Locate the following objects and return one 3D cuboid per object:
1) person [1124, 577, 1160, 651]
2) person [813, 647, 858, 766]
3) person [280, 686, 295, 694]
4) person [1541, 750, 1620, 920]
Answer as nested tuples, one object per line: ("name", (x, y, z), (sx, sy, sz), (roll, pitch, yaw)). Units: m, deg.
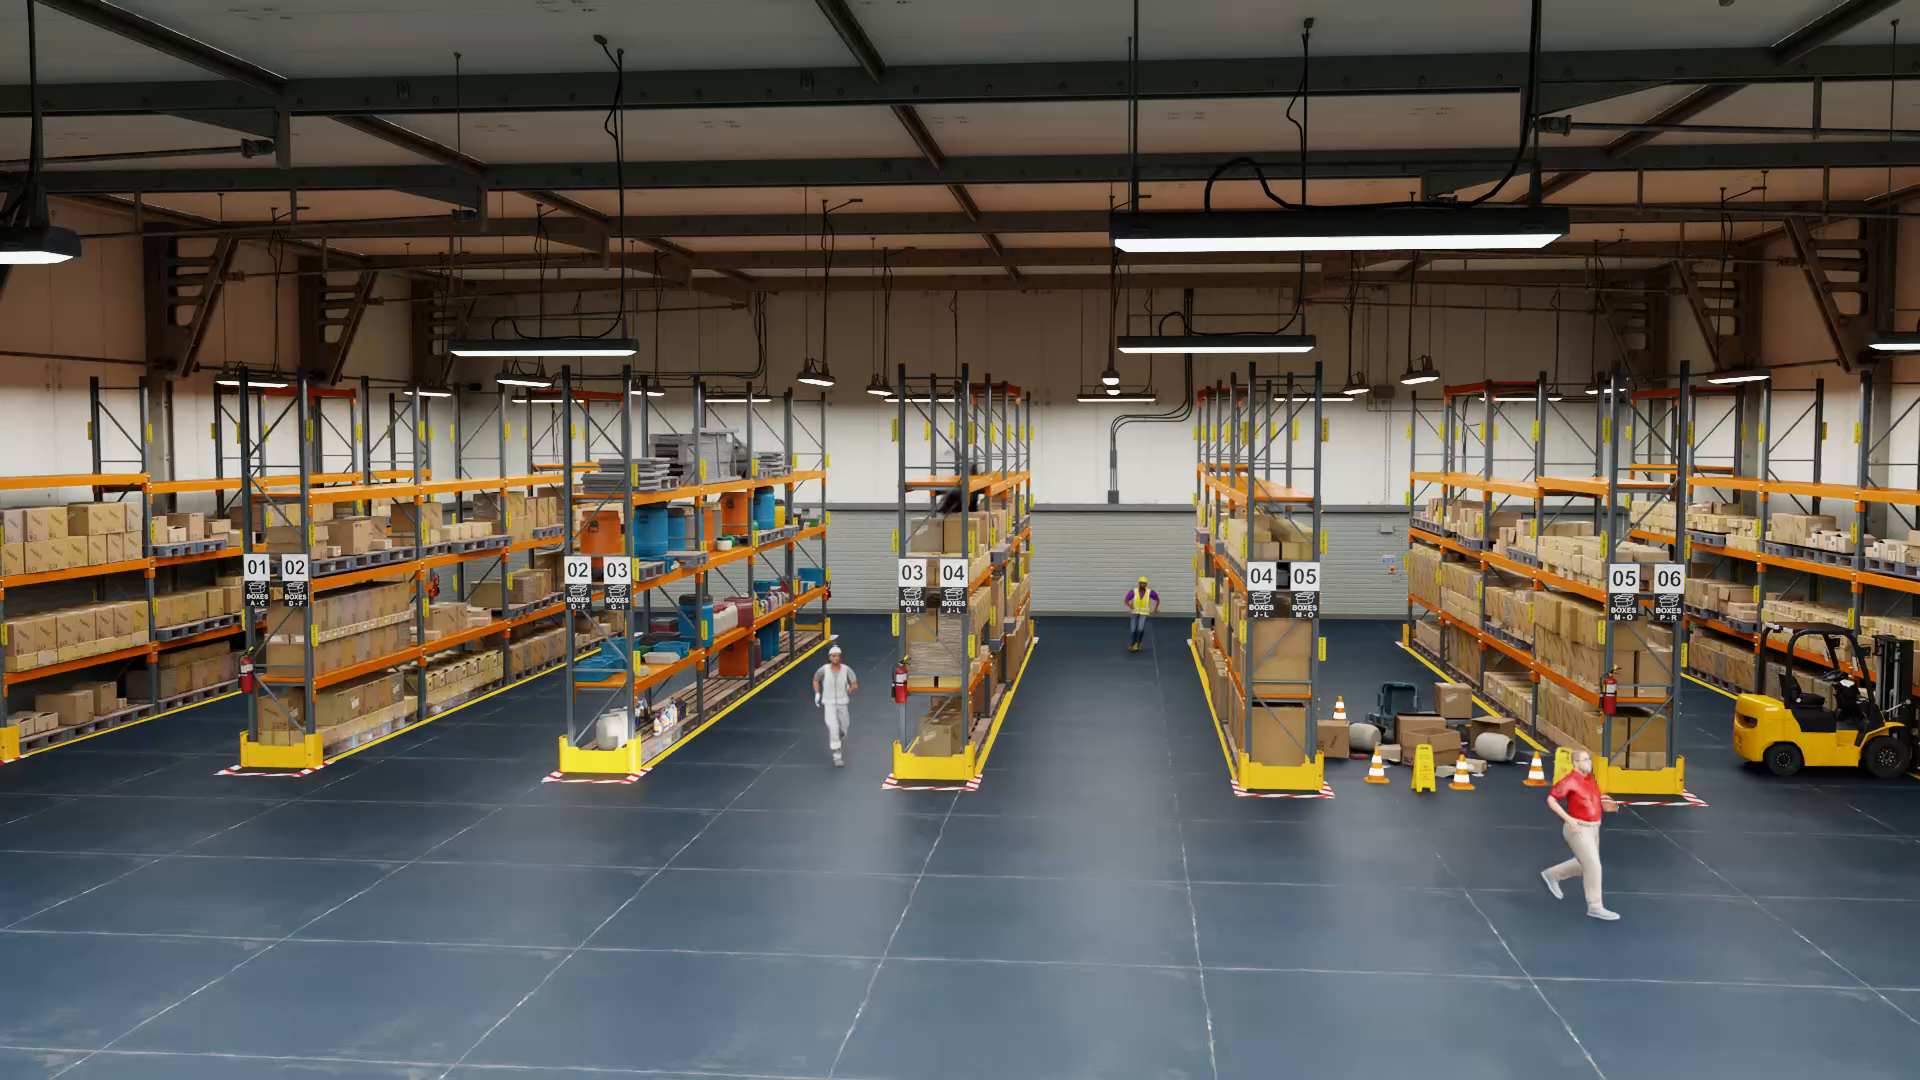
("person", (4.140, 1.695, 38.059), (0.795, 1.703, 0.611), (1, 4, 13))
("person", (-1.880, 2.489, 25.166), (0.660, 1.769, 0.907), (-1, 4, -12))
("person", (-11.599, 2.236, 28.770), (0.665, 1.752, 1.010), (0, 4, -1))
("person", (6.455, 3.031, 17.322), (0.674, 1.696, 0.921), (-3, 5, -43))
